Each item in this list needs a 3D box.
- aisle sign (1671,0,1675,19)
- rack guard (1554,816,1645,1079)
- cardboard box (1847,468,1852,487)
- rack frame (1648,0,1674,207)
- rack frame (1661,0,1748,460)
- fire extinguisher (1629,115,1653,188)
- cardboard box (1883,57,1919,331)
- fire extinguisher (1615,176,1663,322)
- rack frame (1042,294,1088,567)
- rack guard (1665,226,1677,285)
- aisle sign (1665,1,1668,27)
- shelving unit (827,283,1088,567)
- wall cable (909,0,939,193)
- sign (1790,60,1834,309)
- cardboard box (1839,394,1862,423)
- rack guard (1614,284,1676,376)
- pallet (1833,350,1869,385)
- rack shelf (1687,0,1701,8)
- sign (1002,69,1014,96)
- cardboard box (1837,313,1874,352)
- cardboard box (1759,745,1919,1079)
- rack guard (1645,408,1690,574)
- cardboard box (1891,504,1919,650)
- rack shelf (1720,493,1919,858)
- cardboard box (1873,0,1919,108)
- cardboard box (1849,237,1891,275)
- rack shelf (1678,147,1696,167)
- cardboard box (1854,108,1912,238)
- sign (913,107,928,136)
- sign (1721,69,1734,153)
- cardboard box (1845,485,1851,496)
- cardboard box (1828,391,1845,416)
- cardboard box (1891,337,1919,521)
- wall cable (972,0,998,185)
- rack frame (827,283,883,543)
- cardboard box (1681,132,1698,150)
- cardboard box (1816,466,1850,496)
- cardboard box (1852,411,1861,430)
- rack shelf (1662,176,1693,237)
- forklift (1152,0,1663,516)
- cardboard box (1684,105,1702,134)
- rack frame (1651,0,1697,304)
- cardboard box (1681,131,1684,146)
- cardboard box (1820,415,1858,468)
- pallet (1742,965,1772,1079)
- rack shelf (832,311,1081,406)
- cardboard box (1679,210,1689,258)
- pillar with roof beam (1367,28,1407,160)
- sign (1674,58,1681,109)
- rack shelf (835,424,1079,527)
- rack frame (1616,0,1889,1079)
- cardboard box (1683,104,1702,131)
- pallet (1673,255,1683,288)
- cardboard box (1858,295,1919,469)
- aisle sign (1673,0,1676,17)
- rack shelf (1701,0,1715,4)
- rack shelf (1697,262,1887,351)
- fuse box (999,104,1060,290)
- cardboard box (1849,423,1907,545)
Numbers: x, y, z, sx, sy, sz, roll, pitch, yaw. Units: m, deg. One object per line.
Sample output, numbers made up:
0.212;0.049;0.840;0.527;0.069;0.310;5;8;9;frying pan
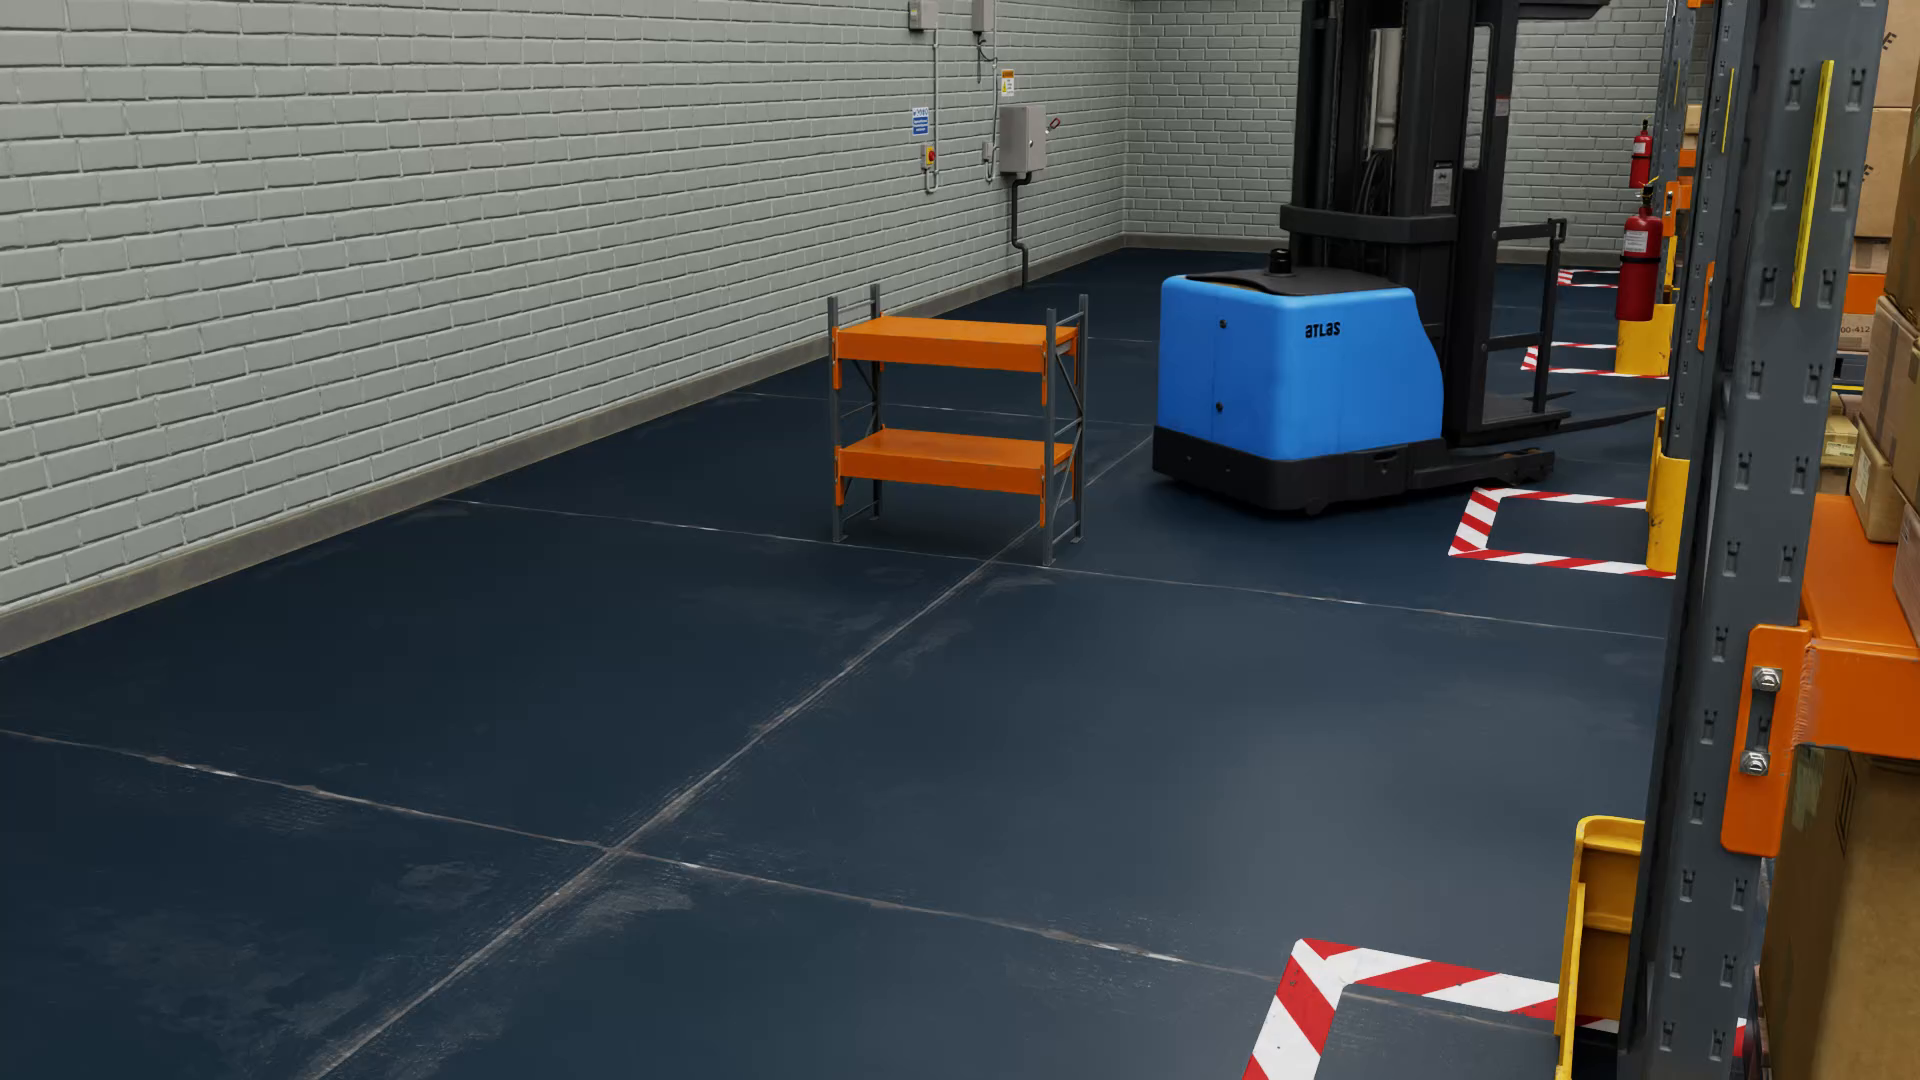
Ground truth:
5.052;-4.080;11.685;0.004;0.787;0.394;6;17;21;aisle sign
1.347;1.024;3.249;0.348;0.500;1.175;6;17;21;rack guard
3.910;-0.262;7.024;0.250;0.149;0.380;6;17;20;cardboard box
6.823;-4.032;16.181;0.127;3.000;1.000;6;17;21;rack frame
3.283;-1.450;7.287;0.127;3.000;1.000;6;17;21;rack frame
6.516;-3.711;15.883;0.183;0.674;0.296;6;17;21;fire extinguisher
1.919;-0.623;2.830;0.500;0.500;0.500;7;17;21;cardboard box
3.218;-1.379;7.851;0.183;0.674;0.296;6;17;21;fire extinguisher
0.467;-0.489;7.340;0.032;1.125;0.500;6;17;21;rack frame
6.894;-2.823;16.503;0.348;0.500;1.175;6;17;21;rack guard
6.652;-5.211;15.580;0.004;0.787;0.394;6;17;21;aisle sign
-0.006;-0.541;7.519;1.048;1.125;0.538;6;17;21;shelving unit
-0.249;-3.818;13.565;0.123;1.953;0.585;6;17;21;wall cable
1.160;-0.484;2.266;0.005;0.325;0.100;6;17;21;sign
4.081;-0.539;7.443;0.250;0.149;0.380;7;17;22;cardboard box
4.983;-1.546;12.102;0.348;0.500;1.175;6;17;21;rack guard
5.778;-1.343;11.922;1.213;0.211;1.003;6;17;21;pallet
6.866;-3.634;10.722;4.000;0.370;1.077;6;17;21;rack shelf
0.445;-4.248;15.445;0.001;0.242;0.339;6;17;21;sign
6.510;-1.582;11.586;0.875;0.438;0.875;7;18;22;cardboard box
1.994;0.690;2.975;0.875;0.875;0.875;6;17;21;cardboard box
3.354;-0.242;7.609;0.348;0.500;1.175;6;17;21;rack guard
1.578;0.069;2.507;0.250;0.149;0.380;6;17;21;cardboard box
3.229;0.376;2.287;4.000;0.370;1.077;6;17;21;rack shelf
3.603;-2.006;6.697;0.500;0.500;0.500;6;17;20;cardboard box
3.716;-1.196;6.863;0.250;0.149;0.380;7;18;23;cardboard box
8.683;-3.482;15.576;4.000;0.370;1.077;6;17;21;rack shelf
3.599;-1.523;6.827;0.500;0.500;0.500;7;18;23;cardboard box
-0.324;-3.438;13.652;0.001;0.218;0.327;6;17;21;sign
3.084;-1.725;6.682;0.005;0.325;0.100;6;17;21;sign
3.926;-0.140;7.137;0.250;0.149;0.380;6;17;20;cardboard box
3.868;-0.580;7.583;0.250;0.149;0.380;6;17;21;cardboard box
1.716;-0.125;2.461;0.500;0.250;0.500;6;17;19;cardboard box
0.261;-4.172;14.841;0.122;1.984;0.588;6;17;21;wall cable
-0.479;-0.593;7.698;0.032;1.125;0.500;6;17;21;rack frame
7.028;-3.806;15.855;0.250;0.149;0.380;6;17;20;cardboard box
3.676;-0.305;7.171;0.250;0.149;0.380;7;18;23;cardboard box
3.946;-0.429;7.065;0.250;0.149;0.380;7;17;22;cardboard box
6.866;-2.194;11.141;4.000;0.370;1.077;6;17;21;rack shelf
2.537;-1.807;8.642;3.031;2.935;1.130;-9;19;-29;forklift
7.146;-3.986;15.760;0.500;0.250;0.500;6;17;21;cardboard box
5.005;-2.744;11.745;0.127;3.000;1.000;6;17;21;rack frame
7.230;-3.947;16.339;0.250;0.149;0.380;6;17;20;cardboard box
3.646;-0.426;7.055;0.250;0.149;0.380;5;17;18;cardboard box
2.141;1.227;3.069;1.213;0.211;1.003;6;17;21;pallet
-0.006;-0.822;7.438;1.000;0.278;0.538;6;17;21;rack shelf
7.357;-2.947;16.170;0.637;0.503;0.797;6;17;18;cardboard box
3.066;-6.306;13.254;0.400;9.000;9.100;6;17;21;pillar with roof beam
4.796;-3.054;11.120;0.005;0.325;0.100;6;17;21;sign
-0.006;-0.306;7.587;1.000;0.278;0.538;6;17;21;rack shelf
1.369;-0.174;2.892;0.127;3.000;1.000;6;17;21;rack frame
7.348;-4.124;16.235;0.500;0.250;0.500;7;18;22;cardboard box
7.636;-2.603;16.263;1.213;0.211;1.003;6;17;21;pallet
1.917;-0.264;2.938;0.500;0.250;0.500;6;17;20;cardboard box
4.832;-3.925;11.149;0.004;0.787;0.394;6;17;21;aisle sign
8.683;-4.922;15.158;4.000;0.370;1.077;6;17;21;rack shelf
5.143;-0.900;6.683;4.000;0.370;1.077;6;17;21;rack shelf
0.658;-3.226;15.716;0.414;1.711;0.539;6;17;21;fuse box
1.821;-0.102;3.096;0.250;0.149;0.380;7;17;22;cardboard box
